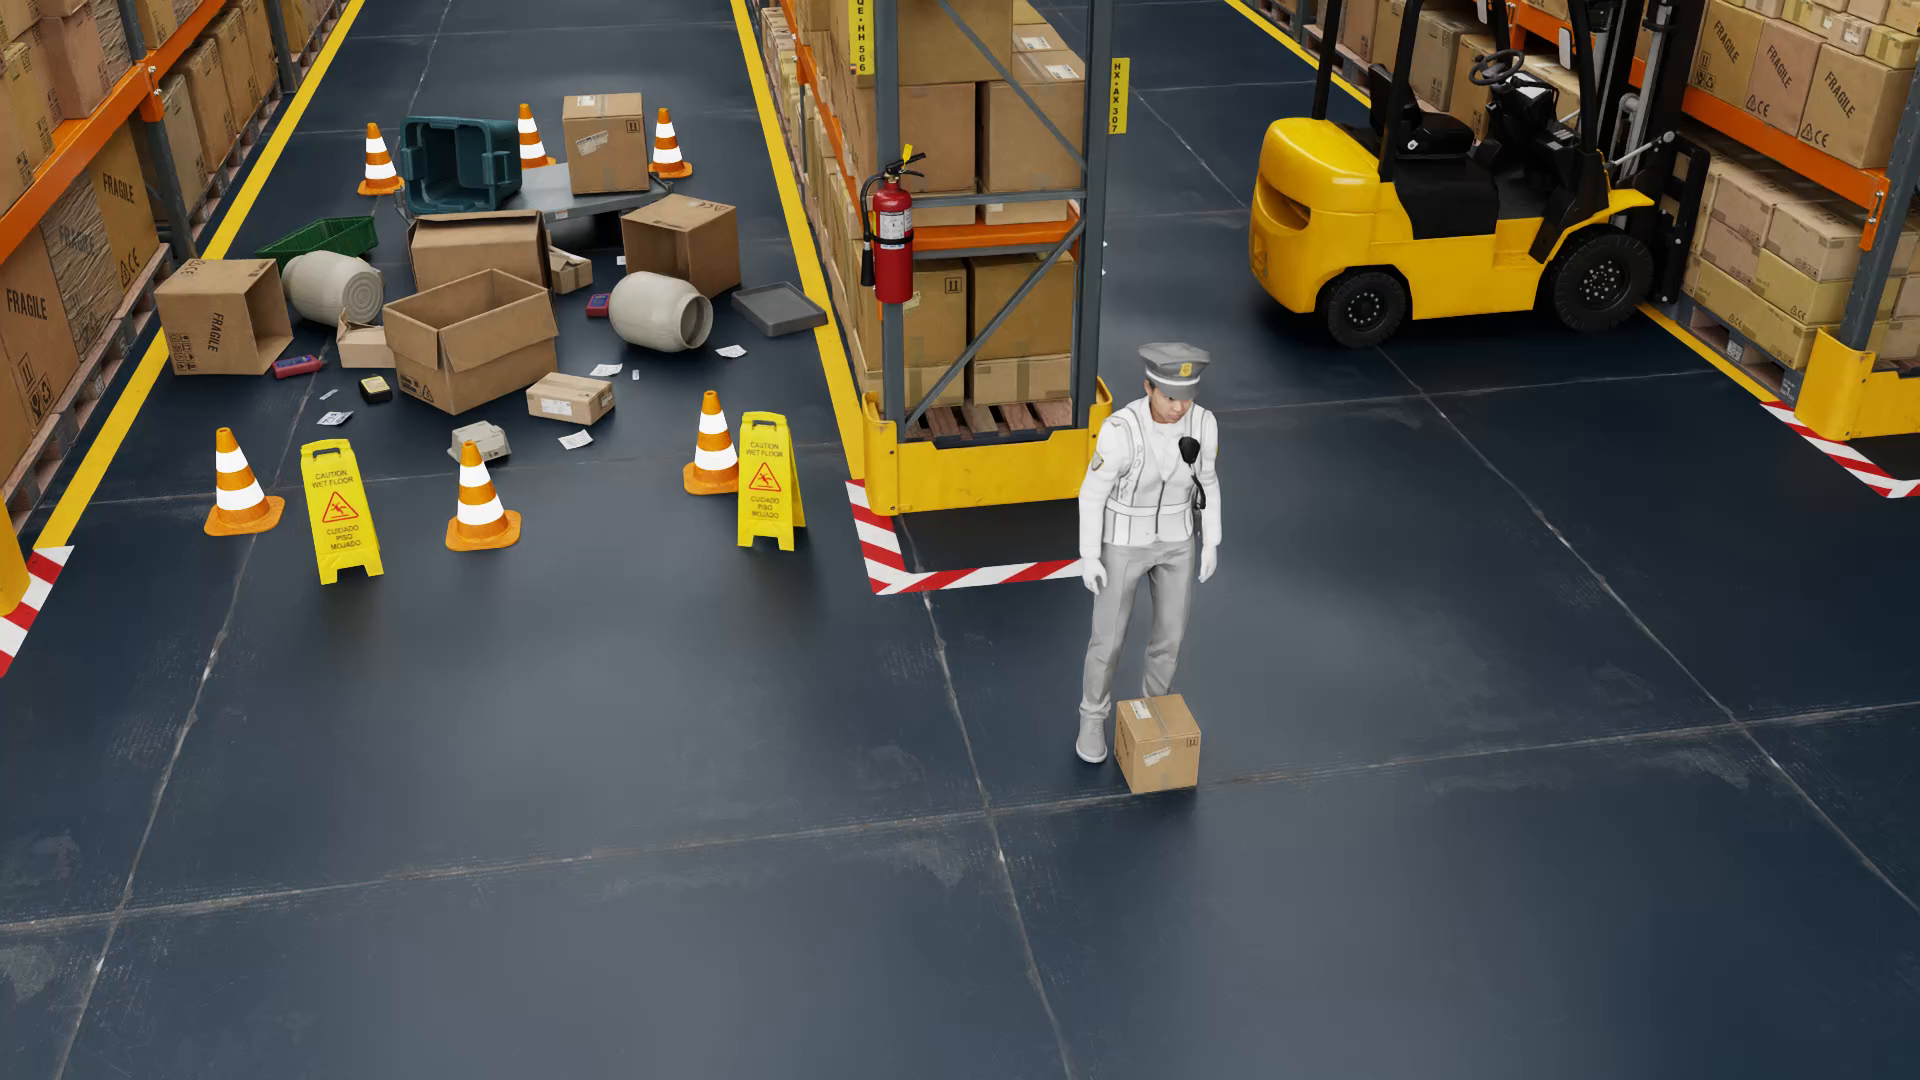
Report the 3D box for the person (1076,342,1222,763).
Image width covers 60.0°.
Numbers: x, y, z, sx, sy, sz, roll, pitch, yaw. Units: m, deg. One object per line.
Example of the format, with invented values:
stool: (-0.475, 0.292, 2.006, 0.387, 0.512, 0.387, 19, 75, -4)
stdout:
person: (0.692, 0.038, 6.066, 0.539, 1.662, 0.376, -6, 31, -10)
